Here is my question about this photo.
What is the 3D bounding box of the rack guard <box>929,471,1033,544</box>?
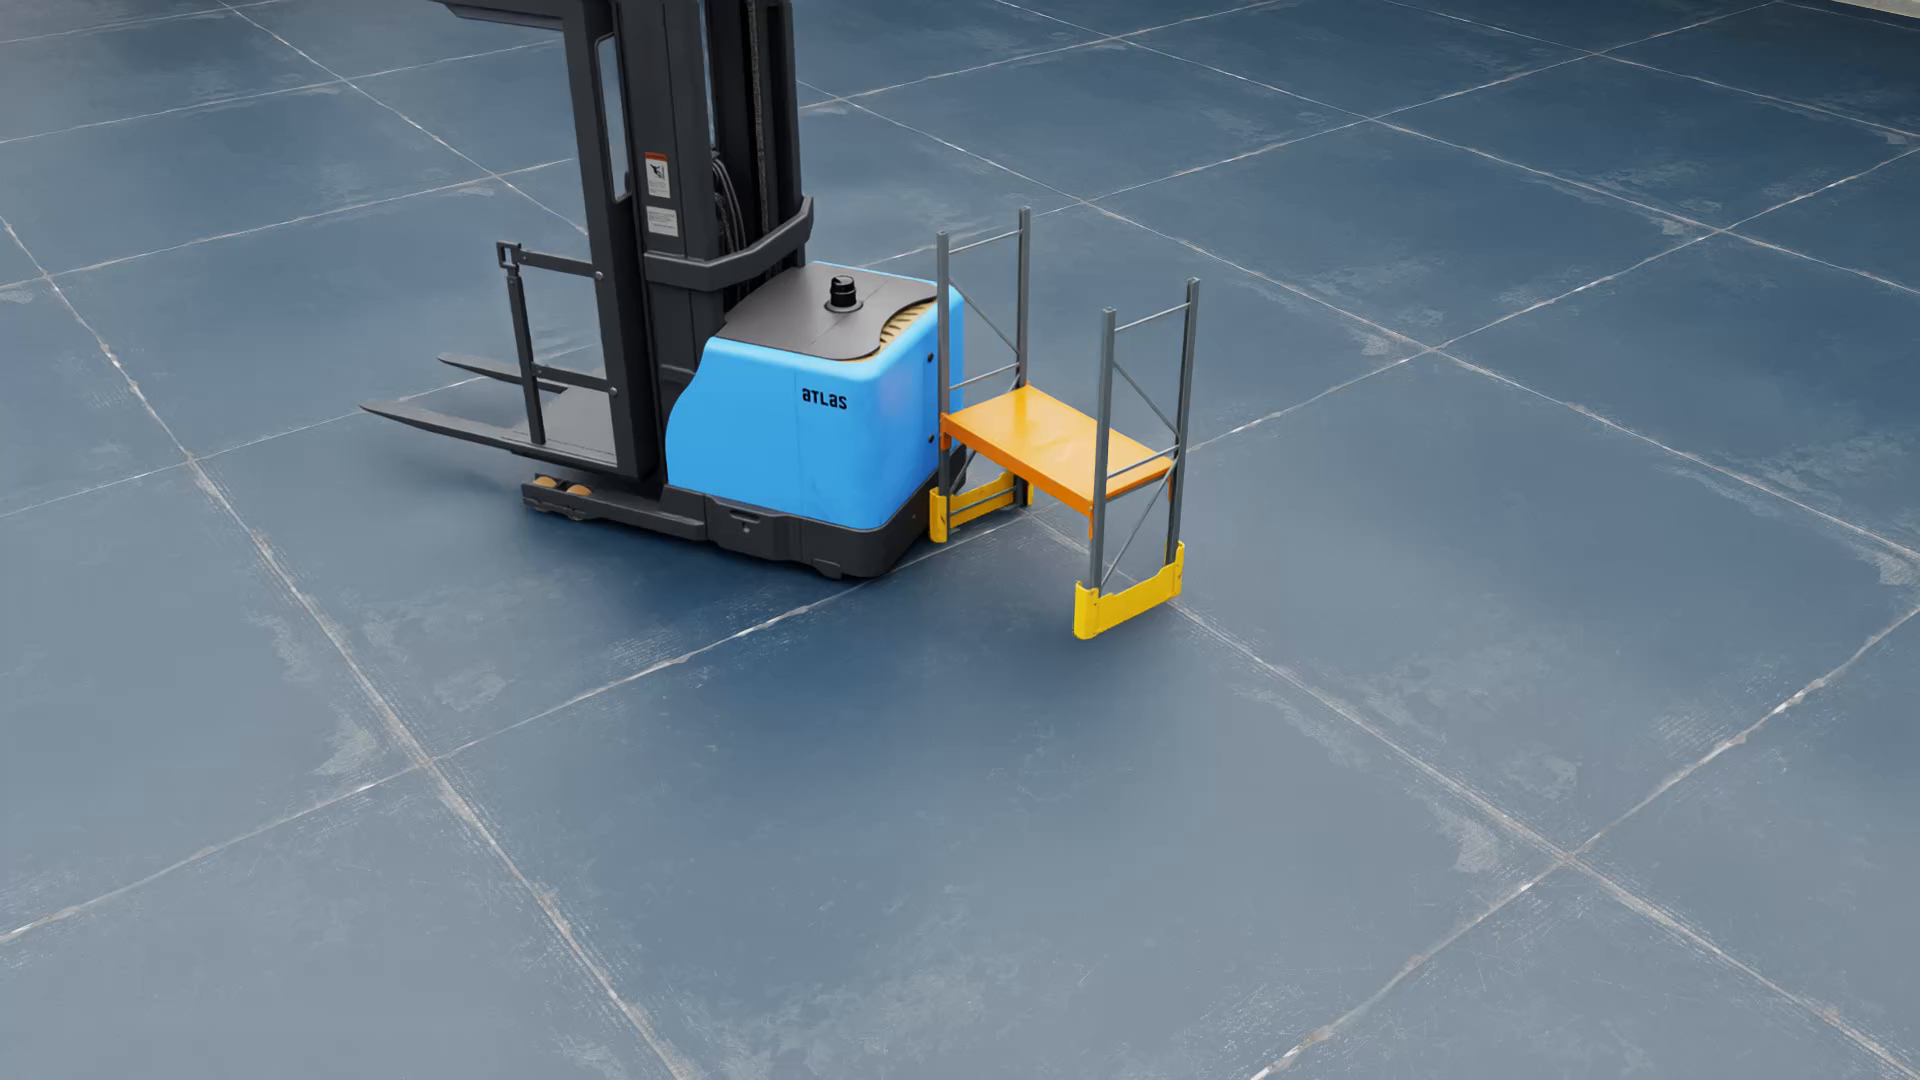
[{"bbox_3d":[0.105,-0.199,7.833,0.587,0.250,0.087,-23,39,-32],"label":"rack guard"}]

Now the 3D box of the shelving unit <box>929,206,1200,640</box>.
[{"bbox_3d":[0.419,-0.526,7.175,0.587,1.500,1.083,-23,39,-32],"label":"shelving unit"}]

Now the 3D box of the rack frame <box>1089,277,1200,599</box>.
[{"bbox_3d":[0.744,-0.313,6.833,0.500,1.500,0.032,-23,39,-32],"label":"rack frame"}]

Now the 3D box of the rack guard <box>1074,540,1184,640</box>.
[{"bbox_3d":[0.732,0.210,7.176,0.587,0.250,0.087,-23,39,-32],"label":"rack guard"}]

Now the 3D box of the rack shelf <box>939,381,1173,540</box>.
[{"bbox_3d":[0.424,-0.369,7.264,0.538,0.185,1.000,-23,39,-32],"label":"rack shelf"}]

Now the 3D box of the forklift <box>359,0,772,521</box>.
[{"bbox_3d":[-1.530,-1.578,7.513,3.031,2.935,1.121,13,34,20],"label":"forklift"}]

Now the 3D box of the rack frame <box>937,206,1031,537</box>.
[{"bbox_3d":[0.105,-0.730,7.504,0.500,1.500,0.032,-23,39,-32],"label":"rack frame"}]
